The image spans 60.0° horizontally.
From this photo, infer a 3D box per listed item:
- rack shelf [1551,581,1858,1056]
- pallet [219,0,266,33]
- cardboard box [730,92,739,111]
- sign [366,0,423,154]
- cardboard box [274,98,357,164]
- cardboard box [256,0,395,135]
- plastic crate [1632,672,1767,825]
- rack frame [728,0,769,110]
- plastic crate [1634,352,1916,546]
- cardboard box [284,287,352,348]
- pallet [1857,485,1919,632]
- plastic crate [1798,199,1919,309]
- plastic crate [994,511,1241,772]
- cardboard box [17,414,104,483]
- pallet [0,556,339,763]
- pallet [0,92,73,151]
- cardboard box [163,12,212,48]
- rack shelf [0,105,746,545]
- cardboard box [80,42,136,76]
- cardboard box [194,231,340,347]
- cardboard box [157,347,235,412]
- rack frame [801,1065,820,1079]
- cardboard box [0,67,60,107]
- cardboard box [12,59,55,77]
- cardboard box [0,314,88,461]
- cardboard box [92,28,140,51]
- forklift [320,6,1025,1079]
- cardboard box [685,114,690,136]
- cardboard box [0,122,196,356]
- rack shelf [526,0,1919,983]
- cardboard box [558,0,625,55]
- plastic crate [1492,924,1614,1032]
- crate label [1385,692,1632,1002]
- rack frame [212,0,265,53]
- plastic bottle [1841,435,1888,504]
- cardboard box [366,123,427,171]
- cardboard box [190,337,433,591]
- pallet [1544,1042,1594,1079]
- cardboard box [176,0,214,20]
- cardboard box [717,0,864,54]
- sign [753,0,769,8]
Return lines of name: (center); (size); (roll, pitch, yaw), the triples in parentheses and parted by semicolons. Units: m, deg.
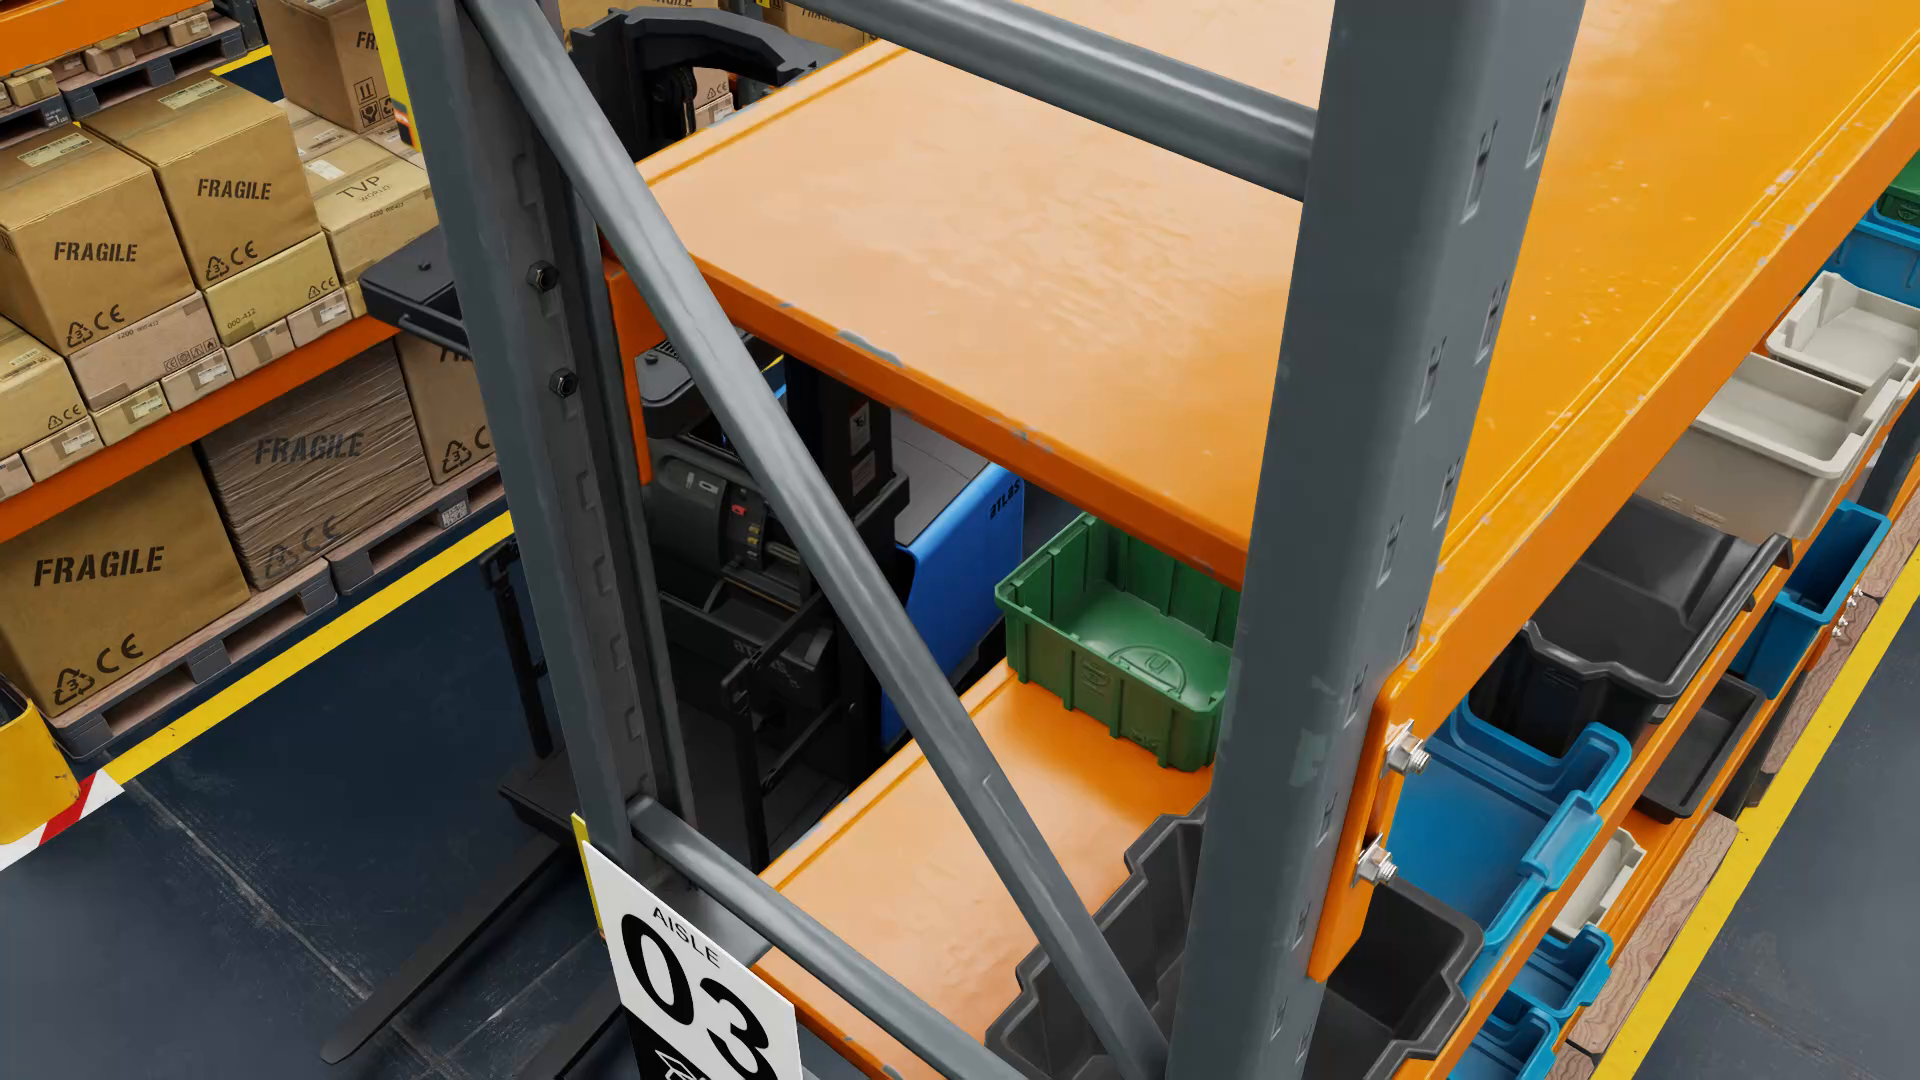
rack shelf: (1.201, 1.070, 4.561); (1.077, 0.370, 4.000); (29, 50, 28)
pallet: (-4.535, -3.940, 11.609); (1.003, 0.211, 1.213); (29, 50, 28)
cardboard box: (-0.907, -2.078, 8.755); (1.225, 0.875, 0.875); (30, 50, 29)
sign: (-0.518, -0.497, 1.529); (0.100, 0.325, 0.005); (29, 50, 28)
cardboard box: (-2.782, -1.523, 6.768); (0.500, 0.250, 0.500); (30, 50, 29)
cardboard box: (-2.461, -2.047, 6.787); (0.500, 0.500, 0.500); (28, 49, 27)
plastic crate: (1.973, 0.546, 4.762); (0.437, 0.125, 0.590); (29, 50, 28)
rack frame: (-1.303, -2.371, 7.810); (1.000, 3.000, 0.127); (29, 50, 28)
plastic crate: (1.576, -0.240, 3.325); (0.437, 0.282, 0.530); (29, 50, 28)
cardboard box: (-2.571, -0.921, 6.403); (0.380, 0.149, 0.250); (29, 50, 28)
pallet: (3.801, -0.205, 7.501); (1.003, 0.211, 1.213); (29, 50, 28)
plastic crate: (2.146, -0.667, 3.831); (0.416, 0.233, 0.300); (29, 50, 28)
plastic crate: (0.330, 0.170, 2.943); (0.450, 0.188, 0.336); (29, 50, 28)
cardboard box: (-3.232, -0.391, 5.819); (0.380, 0.149, 0.250); (29, 50, 28)
pallet: (-3.423, 0.275, 6.973); (1.003, 0.211, 1.213); (29, 50, 28)
pallet: (-6.225, -2.546, 10.076); (1.003, 0.211, 1.213); (29, 50, 28)
cardboard box: (-5.026, -3.321, 10.662); (0.380, 0.149, 0.250); (30, 50, 29)
rack shelf: (-2.590, -1.075, 6.919); (1.077, 0.370, 4.000); (29, 50, 28)
cardboard box: (-5.378, -3.060, 10.375); (0.380, 0.149, 0.250); (28, 49, 27)
cardboard box: (-2.706, -1.024, 6.219); (0.500, 0.250, 0.500); (28, 49, 27)
cardboard box: (-2.901, -0.658, 6.113); (0.380, 0.149, 0.250); (29, 50, 28)
rack frame: (-0.087, 1.833, 3.186); (1.000, 3.000, 0.127); (29, 50, 28)
cardboard box: (-5.692, -2.788, 10.076); (0.380, 0.149, 0.250); (29, 50, 28)
cardboard box: (-5.703, -2.964, 10.049); (0.380, 0.149, 0.250); (31, 51, 29)
cardboard box: (-3.362, -0.496, 5.638); (0.500, 0.250, 0.500); (28, 49, 27)
cardboard box: (-5.318, -3.191, 10.298); (0.380, 0.149, 0.250); (28, 49, 27)
forklift: (-0.950, -0.015, 5.270); (1.130, 2.935, 3.031); (23, 47, 23)
cardboard box: (-1.415, -1.846, 7.420); (0.380, 0.149, 0.250); (30, 50, 29)
cardboard box: (-3.040, -1.031, 5.669); (0.500, 0.500, 0.500); (28, 49, 28)
rack shelf: (1.201, -1.002, 2.677); (1.077, 0.370, 4.000); (29, 50, 28)
cardboard box: (-1.720, -2.094, 6.839); (0.500, 0.500, 0.500); (30, 50, 29)
plastic crate: (1.365, 1.056, 4.121); (0.416, 0.233, 0.300); (29, 50, 28)
crate label: (0.755, 0.443, 2.596); (0.408, 0.251, 0.502); (29, 50, 28)
rack frame: (-5.035, -4.570, 10.229); (1.000, 3.000, 0.127); (29, 50, 28)
plastic bottle: (2.988, -0.270, 5.536); (0.144, 0.351, 0.185); (29, 50, 28)
cardboard box: (-2.046, -1.554, 6.802); (0.500, 0.250, 0.500); (31, 50, 29)
cardboard box: (-2.941, -0.513, 7.034); (0.875, 0.875, 0.875); (29, 50, 28)
pallet: (1.259, 1.832, 5.261); (1.003, 0.211, 1.213); (29, 50, 28)
cardboard box: (-4.994, -3.481, 10.617); (0.380, 0.149, 0.250); (31, 50, 29)
cardboard box: (-0.816, -2.536, 7.918); (0.500, 0.500, 0.500); (30, 50, 29)
sign: (-0.877, -2.481, 7.229); (0.100, 0.325, 0.005); (29, 50, 28)
